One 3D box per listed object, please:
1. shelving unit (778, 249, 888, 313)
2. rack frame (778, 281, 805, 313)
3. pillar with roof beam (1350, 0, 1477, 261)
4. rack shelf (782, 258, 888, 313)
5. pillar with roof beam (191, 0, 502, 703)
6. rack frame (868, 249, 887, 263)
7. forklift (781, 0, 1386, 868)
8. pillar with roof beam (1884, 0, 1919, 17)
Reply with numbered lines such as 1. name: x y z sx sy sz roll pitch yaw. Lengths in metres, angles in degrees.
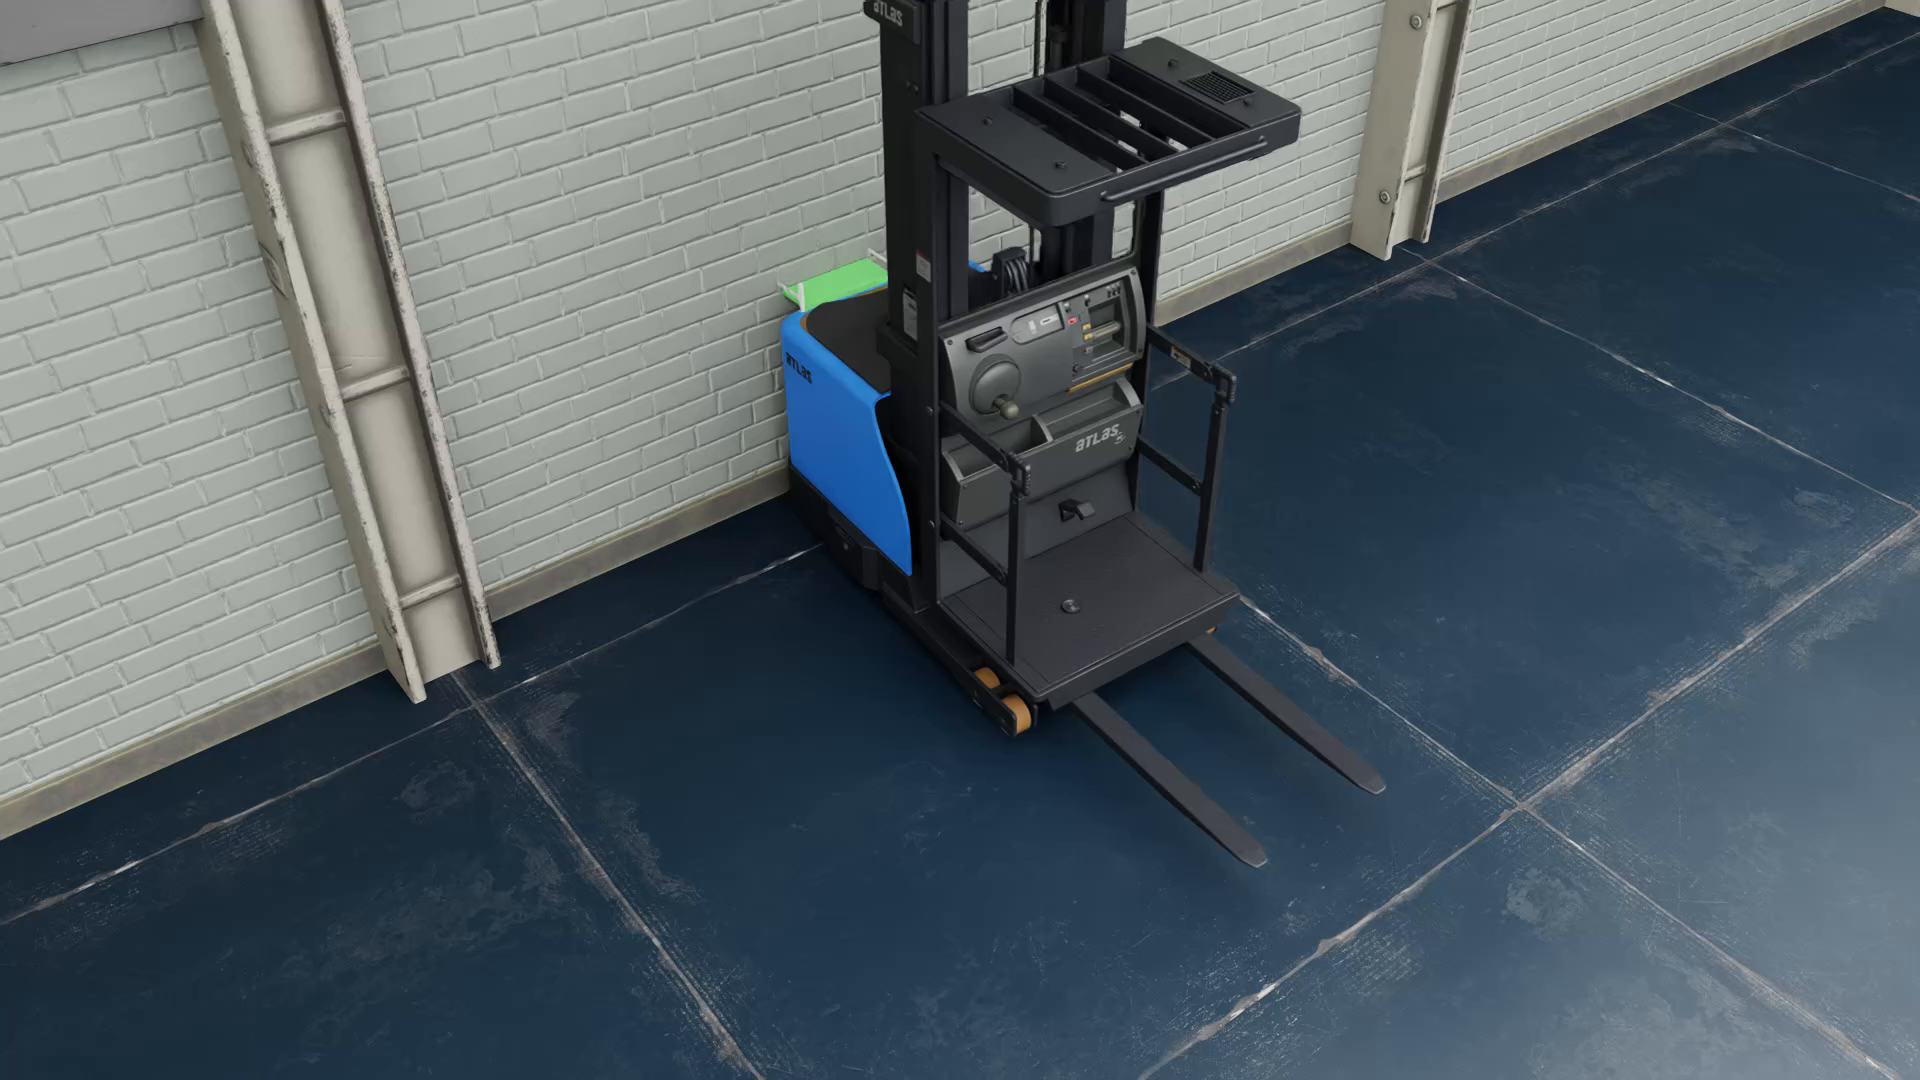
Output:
1. shelving unit: -0.535 -0.774 7.732 0.503 1.200 0.258 -25 42 -27
2. rack frame: -0.732 -0.682 7.621 0.015 1.200 0.240 -25 42 -27
3. pillar with roof beam: 5.174 -3.104 4.439 0.400 9.000 9.100 -26 46 -28
4. rack shelf: -0.552 -1.109 7.485 0.480 0.148 0.258 -25 42 -27
5. pillar with roof beam: 0.417 -0.785 1.612 0.400 9.000 9.100 -26 46 -28
6. rack frame: -0.338 -0.866 7.843 0.015 1.200 0.240 -25 42 -27
7. forklift: 0.461 -0.690 6.280 1.130 2.935 3.031 -24 45 -27
8. pillar with roof beam: 9.932 -5.423 7.265 0.400 9.000 9.100 -26 46 -28
